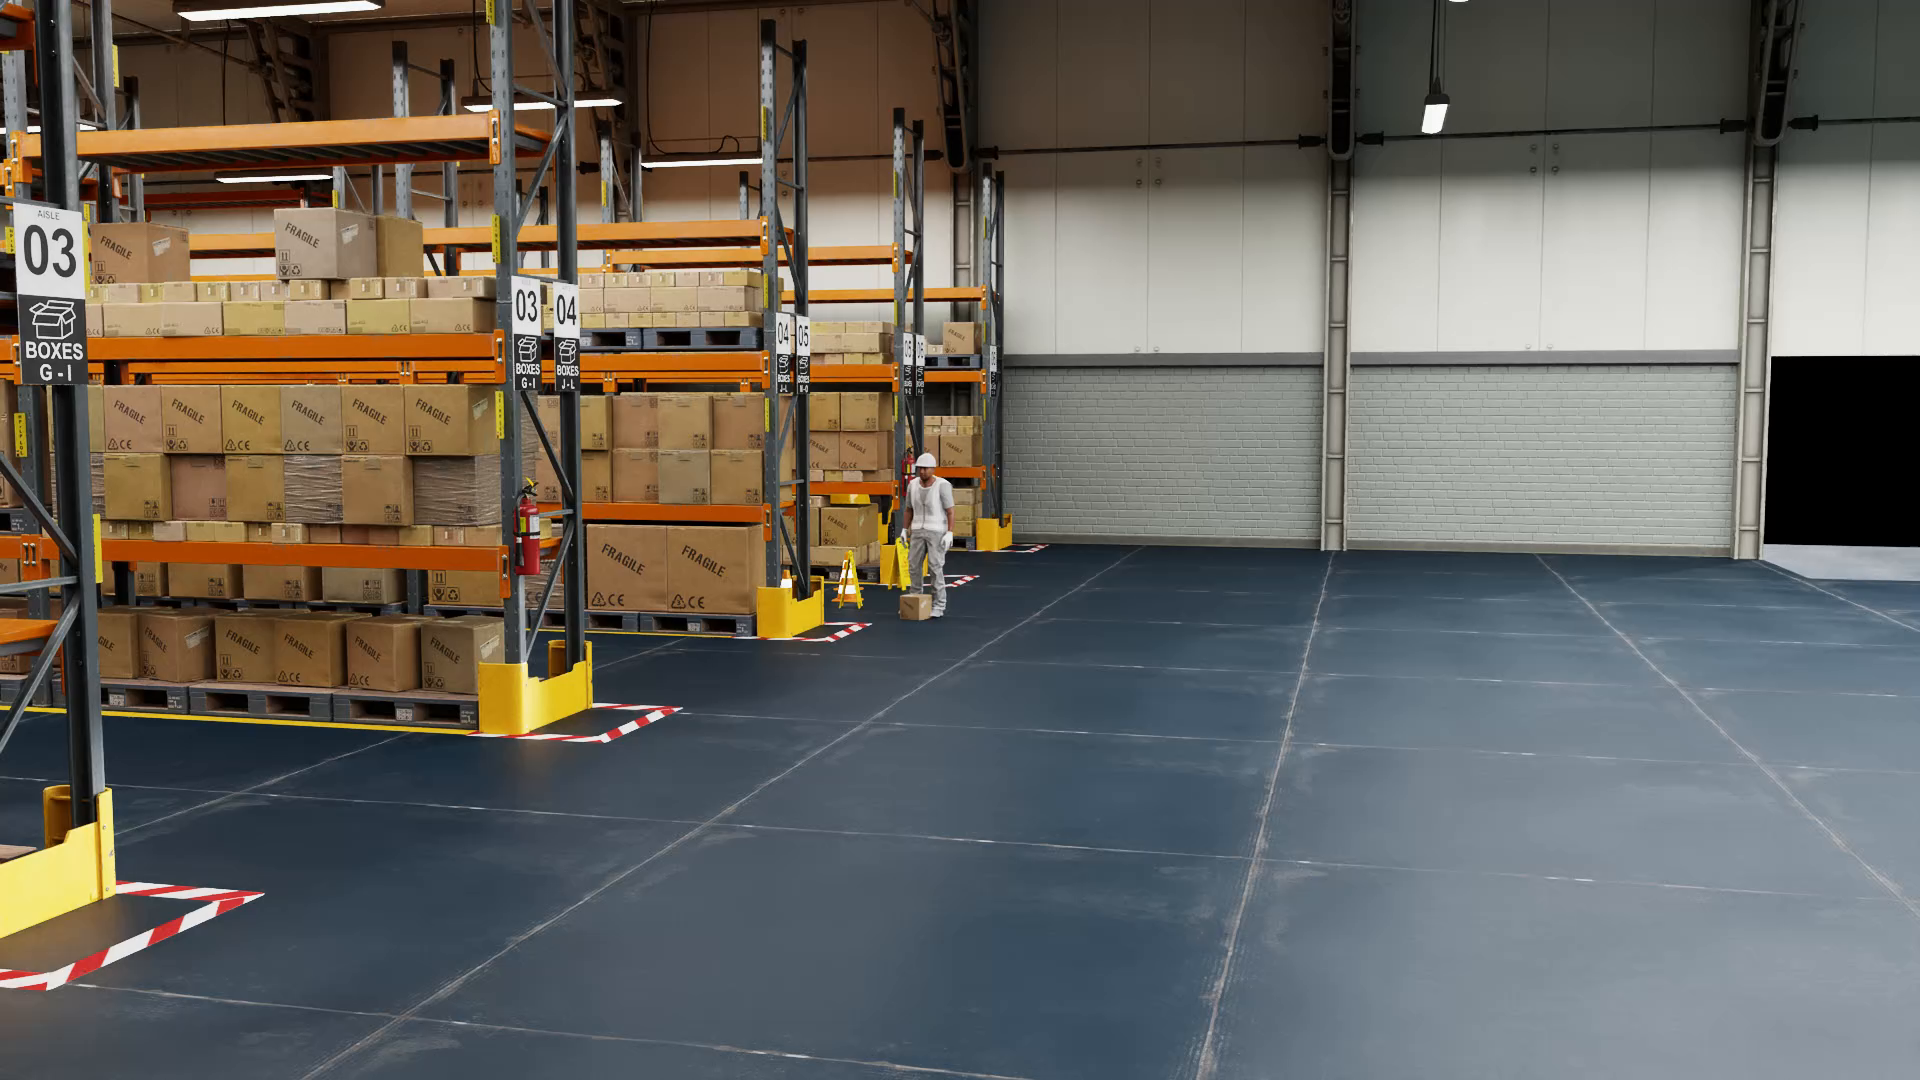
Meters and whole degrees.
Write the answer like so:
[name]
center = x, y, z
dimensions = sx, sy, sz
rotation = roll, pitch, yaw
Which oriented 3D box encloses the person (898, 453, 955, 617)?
[person]
center = -0.352, -0.055, 18.045
dimensions = 0.629, 1.775, 0.444
rotation = 3, 5, 29
